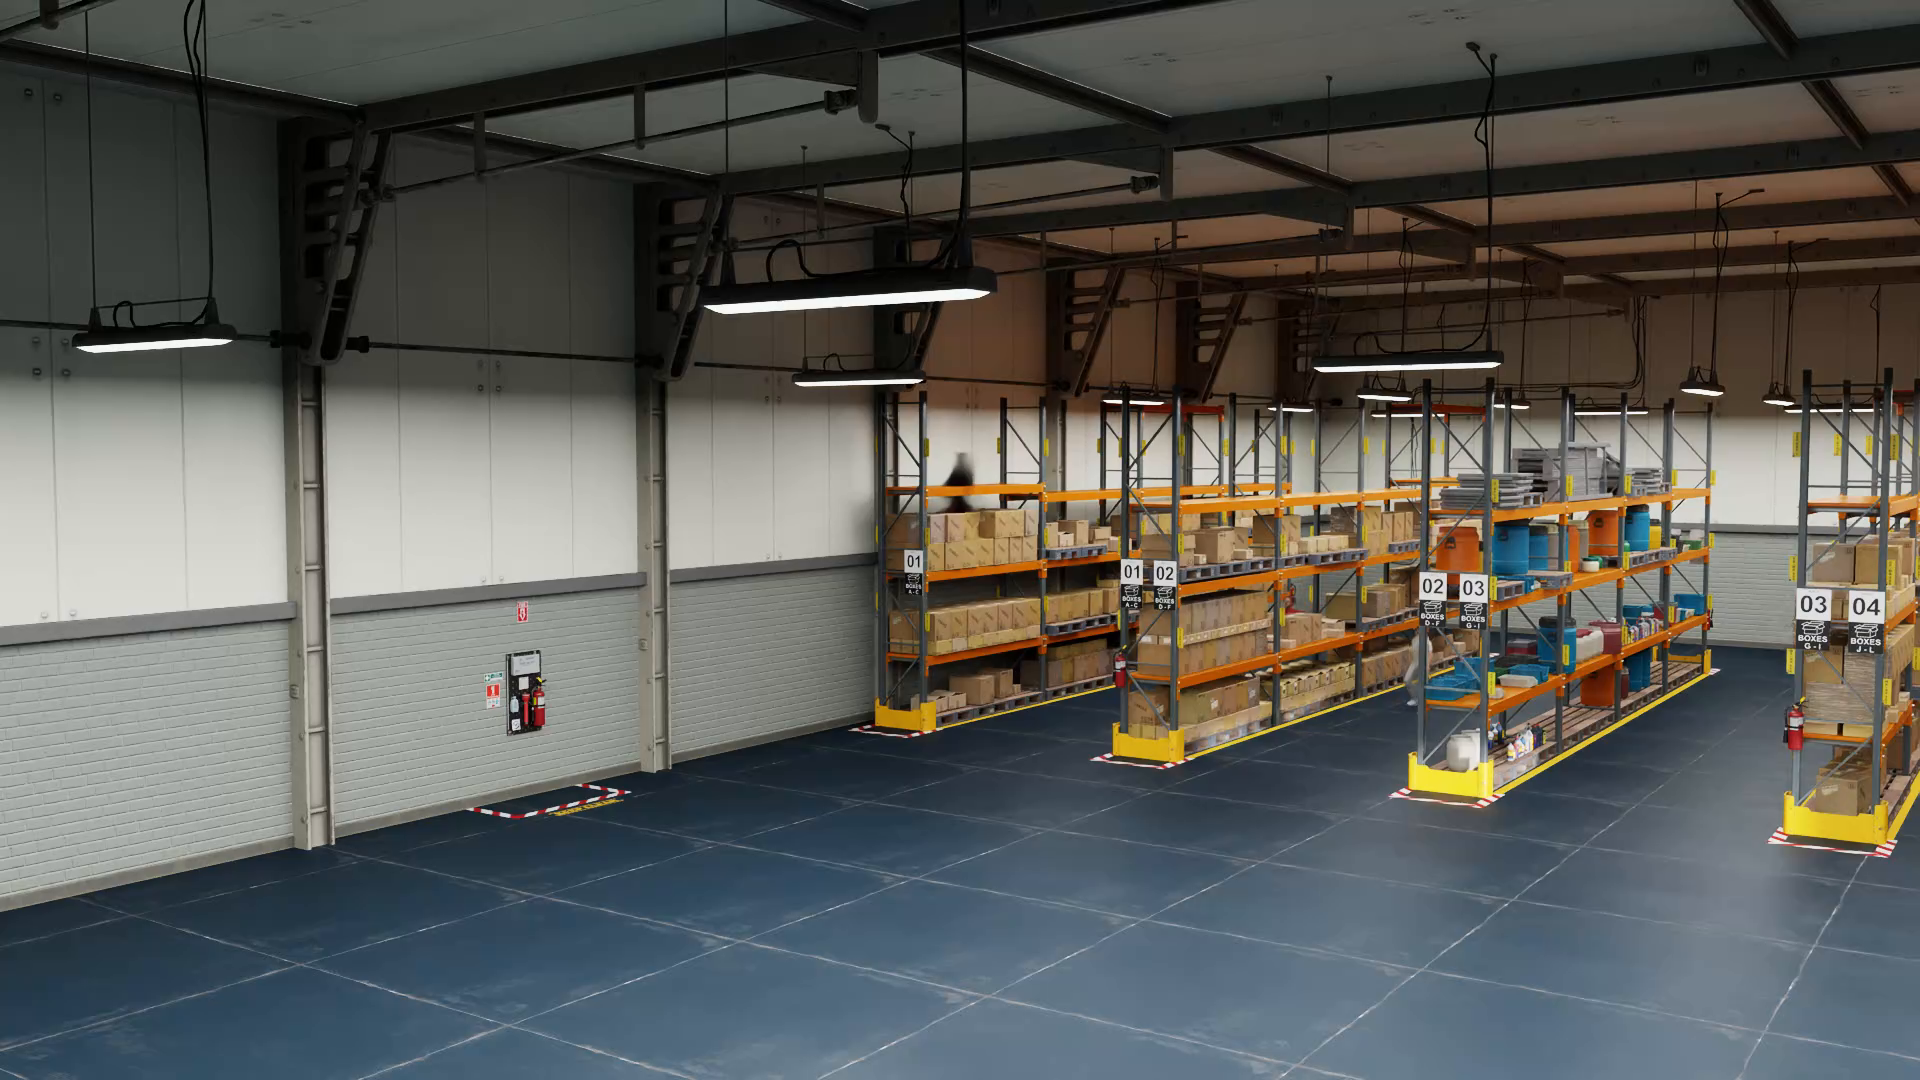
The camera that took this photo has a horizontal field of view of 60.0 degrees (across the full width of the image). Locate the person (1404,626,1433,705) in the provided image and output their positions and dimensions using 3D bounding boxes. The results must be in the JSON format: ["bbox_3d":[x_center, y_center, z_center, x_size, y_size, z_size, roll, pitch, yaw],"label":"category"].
[{"bbox_3d":[8.825,2.417,31.803,0.558,1.617,0.698,3,4,43],"label":"person"}]

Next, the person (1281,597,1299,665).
[{"bbox_3d":[7.171,2.115,36.615,0.647,1.700,0.655,2,4,32],"label":"person"}]
